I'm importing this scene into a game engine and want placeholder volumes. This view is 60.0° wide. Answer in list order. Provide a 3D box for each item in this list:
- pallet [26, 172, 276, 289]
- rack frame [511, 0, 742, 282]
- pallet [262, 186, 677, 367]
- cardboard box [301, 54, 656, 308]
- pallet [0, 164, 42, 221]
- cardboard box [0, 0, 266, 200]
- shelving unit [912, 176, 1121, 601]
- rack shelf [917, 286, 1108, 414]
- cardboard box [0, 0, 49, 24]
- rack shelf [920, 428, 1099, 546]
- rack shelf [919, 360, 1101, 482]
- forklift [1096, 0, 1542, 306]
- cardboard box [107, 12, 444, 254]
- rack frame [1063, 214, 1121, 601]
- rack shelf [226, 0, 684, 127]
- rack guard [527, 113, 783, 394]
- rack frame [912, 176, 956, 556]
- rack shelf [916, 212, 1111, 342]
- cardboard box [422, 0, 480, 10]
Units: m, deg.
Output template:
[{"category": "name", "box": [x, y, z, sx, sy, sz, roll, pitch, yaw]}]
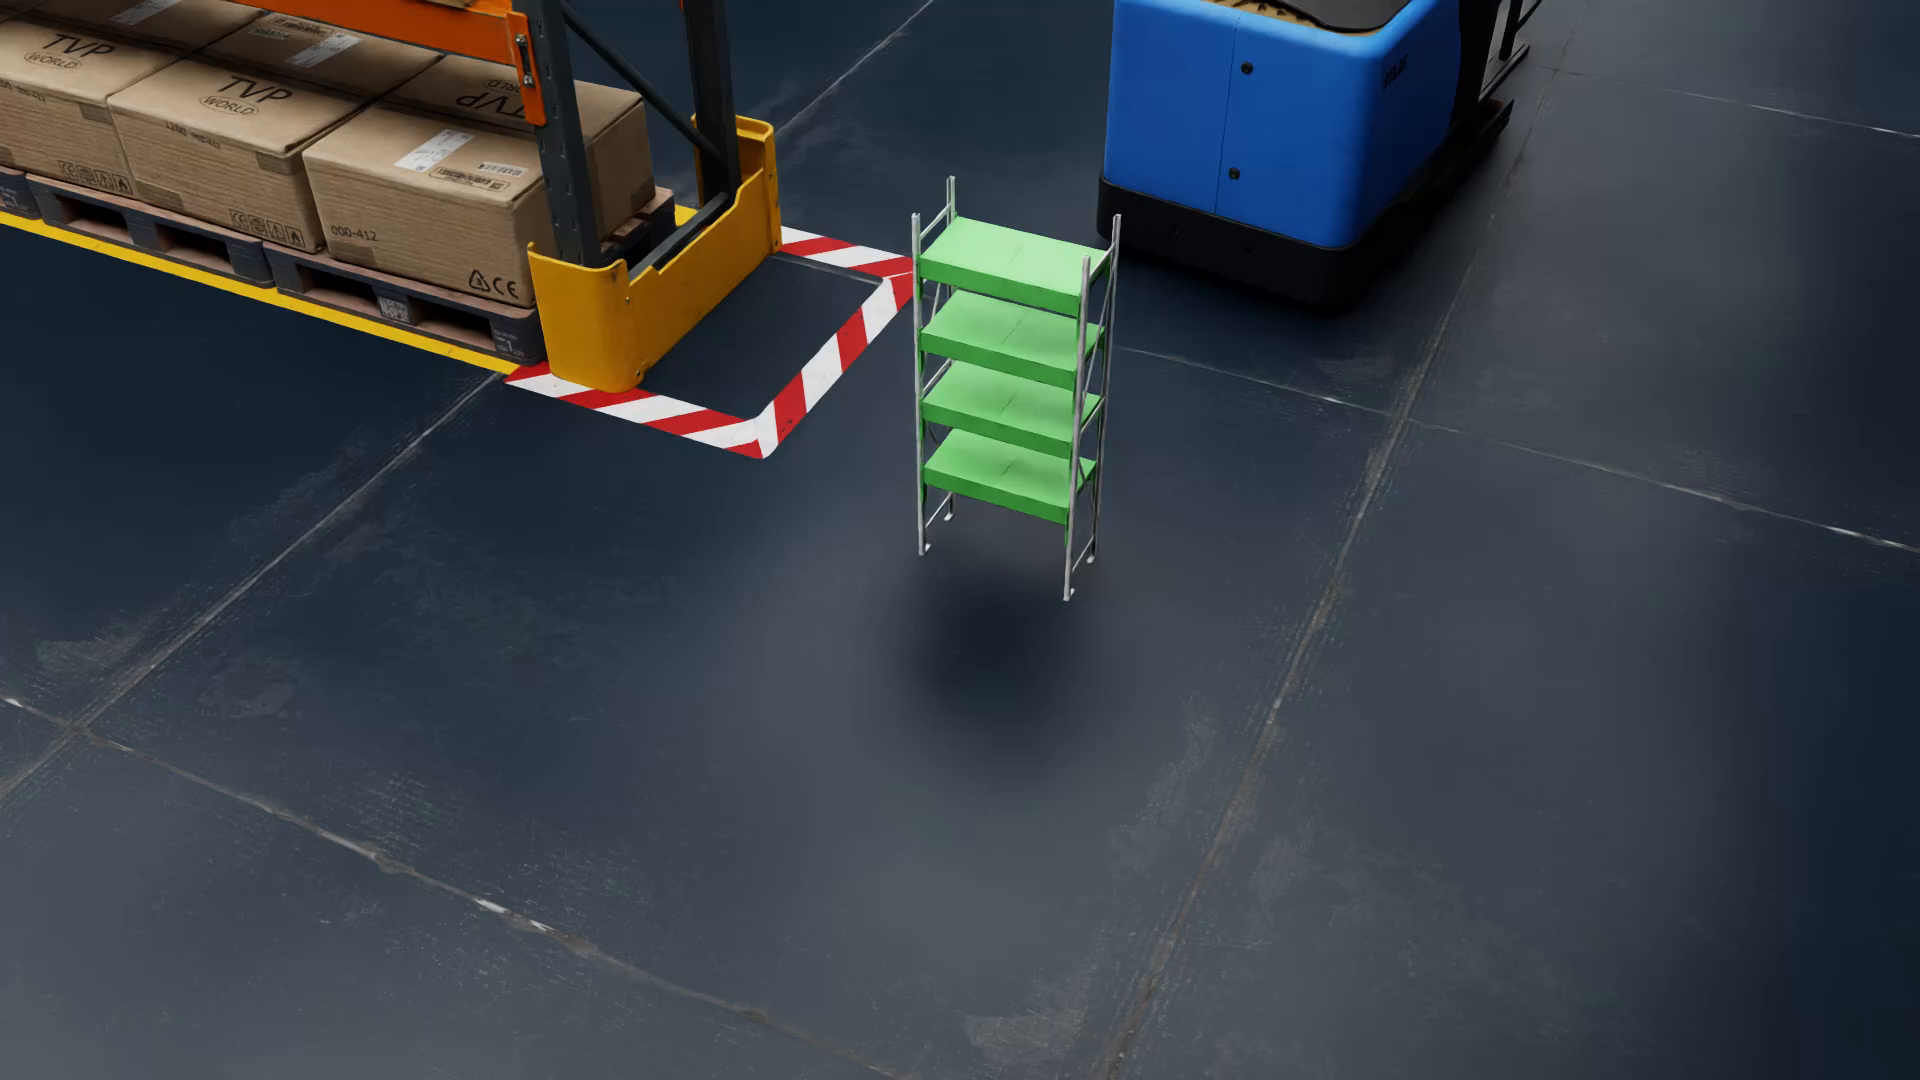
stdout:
[{"category": "pallet", "box": [-2.967, -1.494, 6.813, 1.213, 0.211, 1.003, 17, 44, 19]}, {"category": "rack frame", "box": [-1.107, -2.034, 5.307, 0.127, 3.000, 1.000, 17, 44, 19]}, {"category": "pallet", "box": [-1.865, -1.155, 6.422, 1.213, 0.211, 1.003, 17, 44, 19]}, {"category": "cardboard box", "box": [-1.748, -1.348, 6.151, 0.875, 0.438, 0.875, 16, 43, 17]}, {"category": "pallet", "box": [-4.076, -1.831, 7.201, 1.213, 0.211, 1.003, 17, 44, 19]}, {"category": "cardboard box", "box": [-3.397, -1.847, 6.727, 0.875, 0.438, 0.875, 16, 43, 17]}, {"category": "shelving unit", "box": [0.150, -0.408, 4.804, 0.503, 1.200, 0.258, 17, 44, 19]}, {"category": "rack shelf", "box": [0.150, -0.541, 4.689, 0.480, 0.148, 0.258, 17, 44, 19]}, {"category": "cardboard box", "box": [-4.209, -2.095, 7.012, 0.875, 0.438, 0.875, 16, 44, 18]}, {"category": "rack shelf", "box": [0.150, -0.178, 5.003, 0.480, 0.148, 0.258, 17, 44, 19]}, {"category": "rack shelf", "box": [0.150, -0.359, 4.846, 0.480, 0.148, 0.258, 17, 44, 19]}, {"category": "forklift", "box": [1.753, -2.909, 6.368, 1.130, 2.935, 3.031, 23, 46, 24]}, {"category": "cardboard box", "box": [-2.581, -1.597, 6.437, 0.875, 0.438, 0.875, 18, 44, 20]}, {"category": "rack frame", "box": [0.371, -0.340, 4.726, 0.015, 1.200, 0.240, 17, 44, 19]}, {"category": "rack shelf", "box": [-2.920, -2.316, 6.181, 4.000, 0.370, 1.077, 17, 44, 19]}, {"category": "rack guard", "box": [-1.086, -1.083, 6.118, 0.348, 0.500, 1.175, 17, 44, 19]}, {"category": "rack frame", "box": [-0.071, -0.475, 4.882, 0.015, 1.200, 0.240, 17, 44, 19]}, {"category": "rack shelf", "box": [0.150, -0.722, 4.532, 0.480, 0.148, 0.258, 17, 44, 19]}, {"category": "cardboard box", "box": [-1.656, -2.048, 5.247, 0.500, 0.500, 0.500, 17, 44, 19]}]
